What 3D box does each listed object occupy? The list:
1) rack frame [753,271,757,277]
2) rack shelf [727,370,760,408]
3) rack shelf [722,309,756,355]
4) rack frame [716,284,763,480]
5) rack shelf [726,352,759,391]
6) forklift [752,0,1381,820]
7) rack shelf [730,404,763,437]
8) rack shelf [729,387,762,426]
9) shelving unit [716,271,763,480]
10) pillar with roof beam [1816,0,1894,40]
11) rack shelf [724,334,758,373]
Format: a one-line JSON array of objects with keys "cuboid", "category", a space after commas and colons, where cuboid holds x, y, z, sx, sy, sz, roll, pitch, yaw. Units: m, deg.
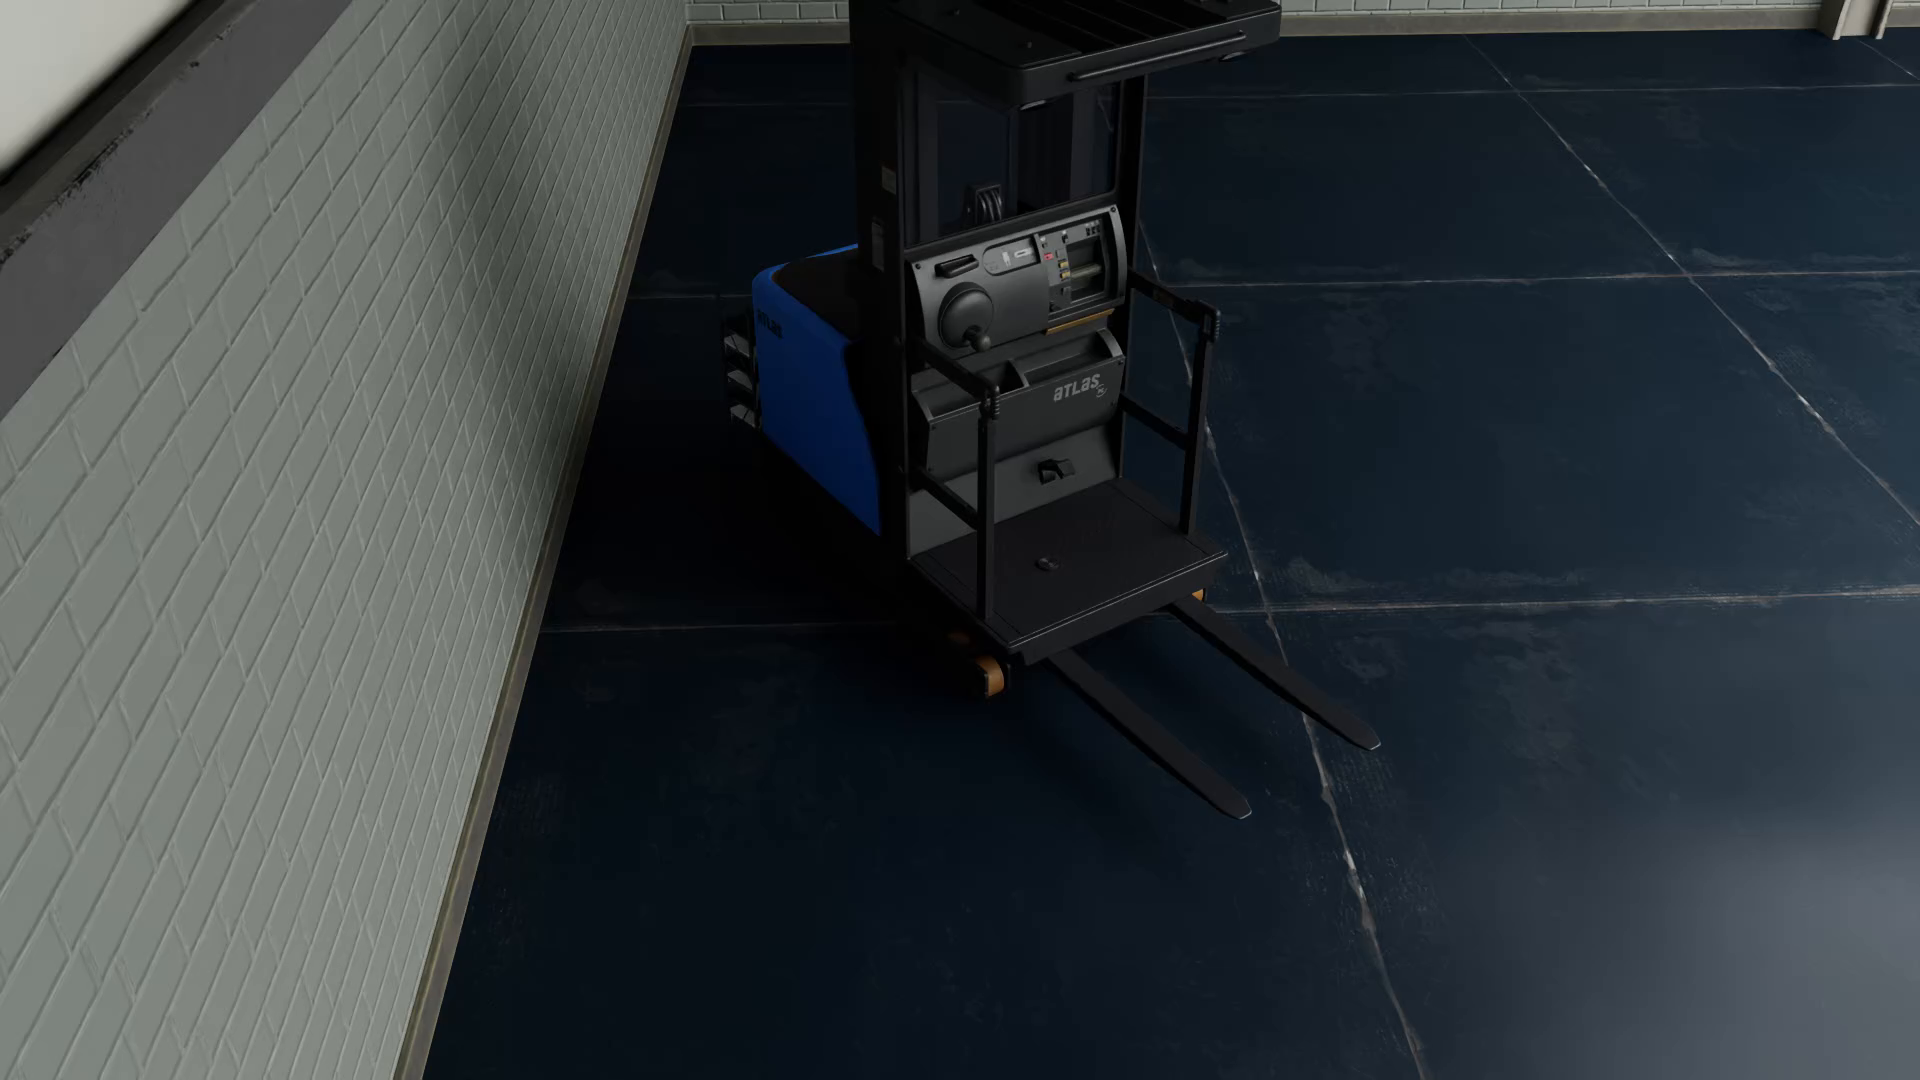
[{"cuboid": [-0.838, -0.776, 7.580, 0.006, 0.900, 0.240, -27, 43, -33], "category": "rack frame"}, {"cuboid": [-0.913, -0.710, 7.543, 0.200, 0.077, 0.258, -27, 43, -33], "category": "rack shelf"}, {"cuboid": [-0.913, -0.932, 7.389, 0.200, 0.077, 0.258, -27, 43, -33], "category": "rack shelf"}, {"cuboid": [-0.989, -0.698, 7.468, 0.006, 0.900, 0.240, -27, 43, -33], "category": "rack frame"}, {"cuboid": [-0.913, -0.784, 7.492, 0.200, 0.077, 0.258, -27, 43, -33], "category": "rack shelf"}, {"cuboid": [0.350, -0.912, 5.993, 1.130, 2.935, 3.031, -21, 40, -28], "category": "forklift"}, {"cuboid": [-0.913, -0.562, 7.646, 0.200, 0.077, 0.258, -27, 43, -33], "category": "rack shelf"}, {"cuboid": [-0.913, -0.636, 7.594, 0.200, 0.077, 0.258, -27, 43, -33], "category": "rack shelf"}, {"cuboid": [-0.913, -0.737, 7.524, 0.210, 0.900, 0.258, -27, 43, -33], "category": "shelving unit"}, {"cuboid": [7.125, -5.208, 6.867, 0.400, 9.000, 9.100, -2, 35, -2], "category": "pillar with roof beam"}, {"cuboid": [-0.913, -0.858, 7.441, 0.200, 0.077, 0.258, -27, 43, -33], "category": "rack shelf"}]
